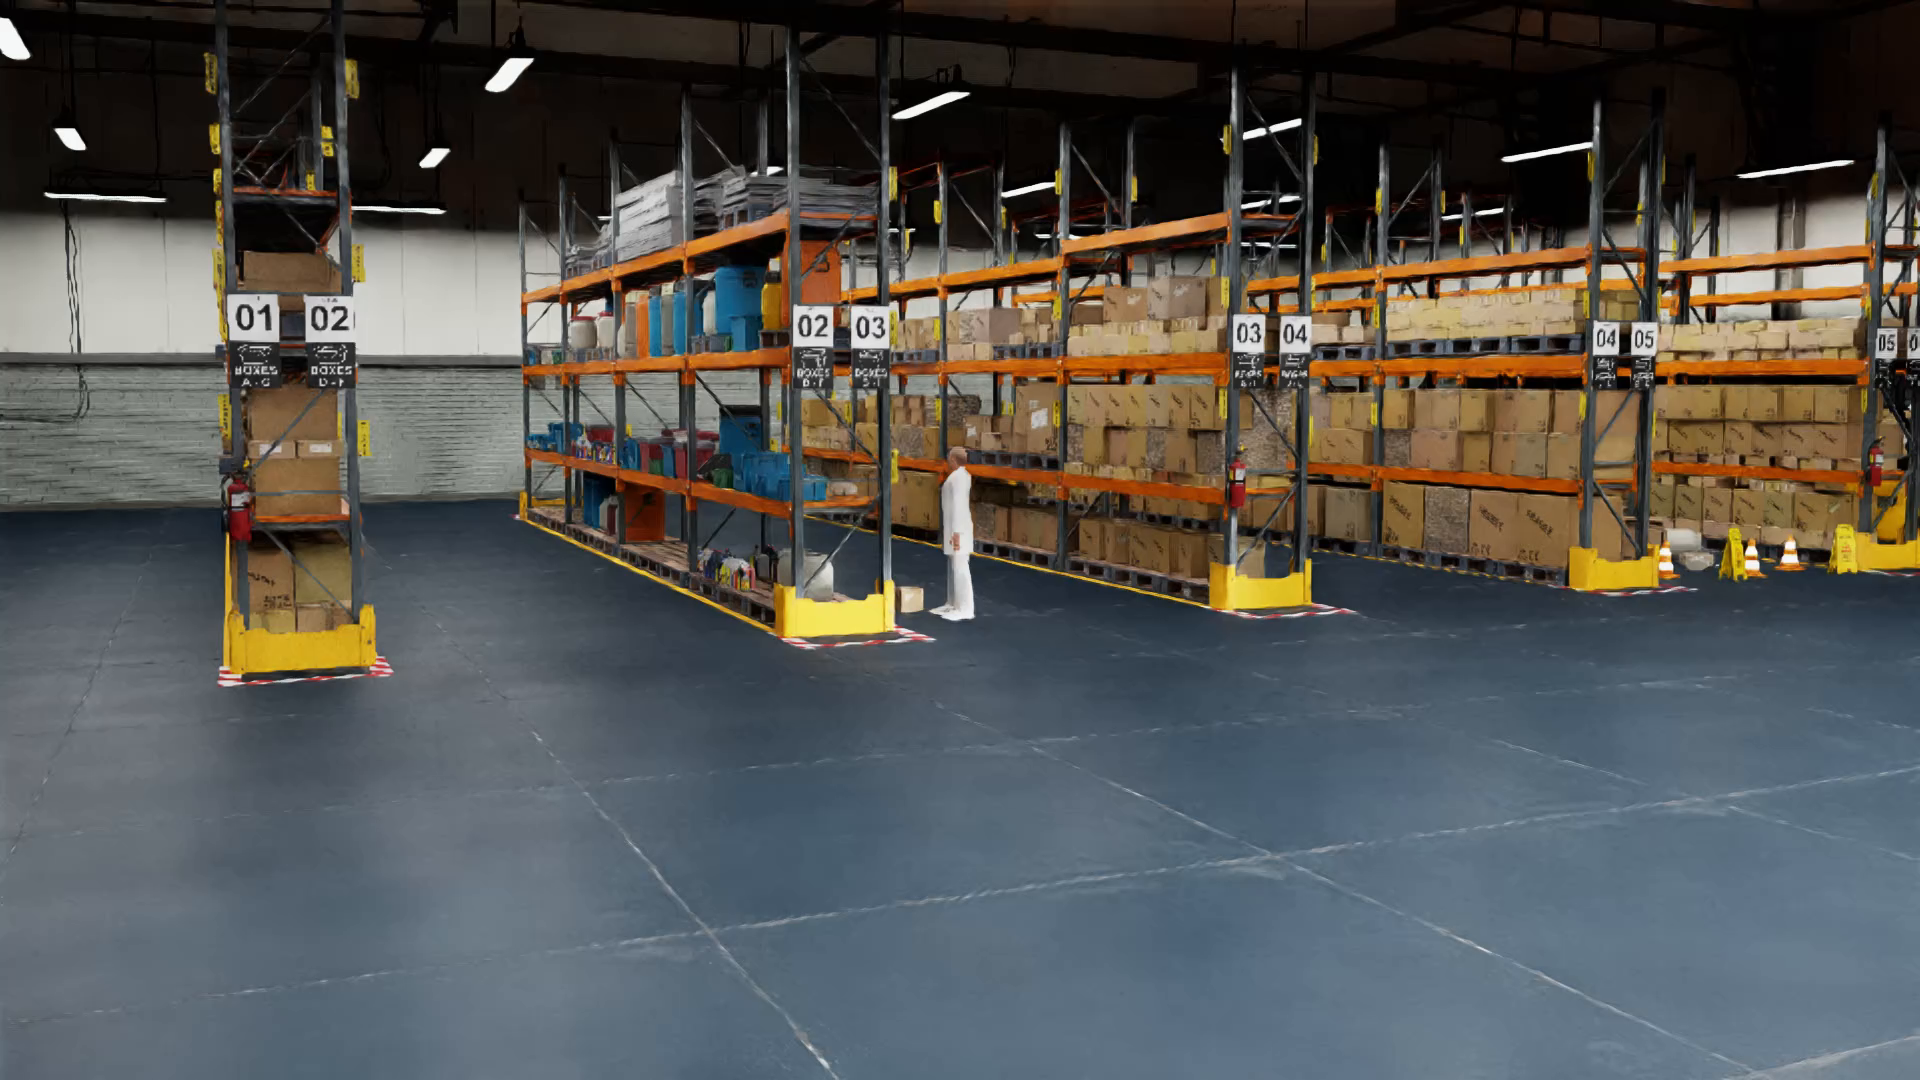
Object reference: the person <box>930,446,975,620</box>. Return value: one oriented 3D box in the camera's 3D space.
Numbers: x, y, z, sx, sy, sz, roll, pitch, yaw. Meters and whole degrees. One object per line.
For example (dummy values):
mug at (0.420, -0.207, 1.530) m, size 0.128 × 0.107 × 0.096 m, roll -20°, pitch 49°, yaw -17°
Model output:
person at (-0.083, -0.080, 17.278) m, size 0.478 × 1.783 × 0.672 m, roll 0°, pitch 5°, yaw 4°
